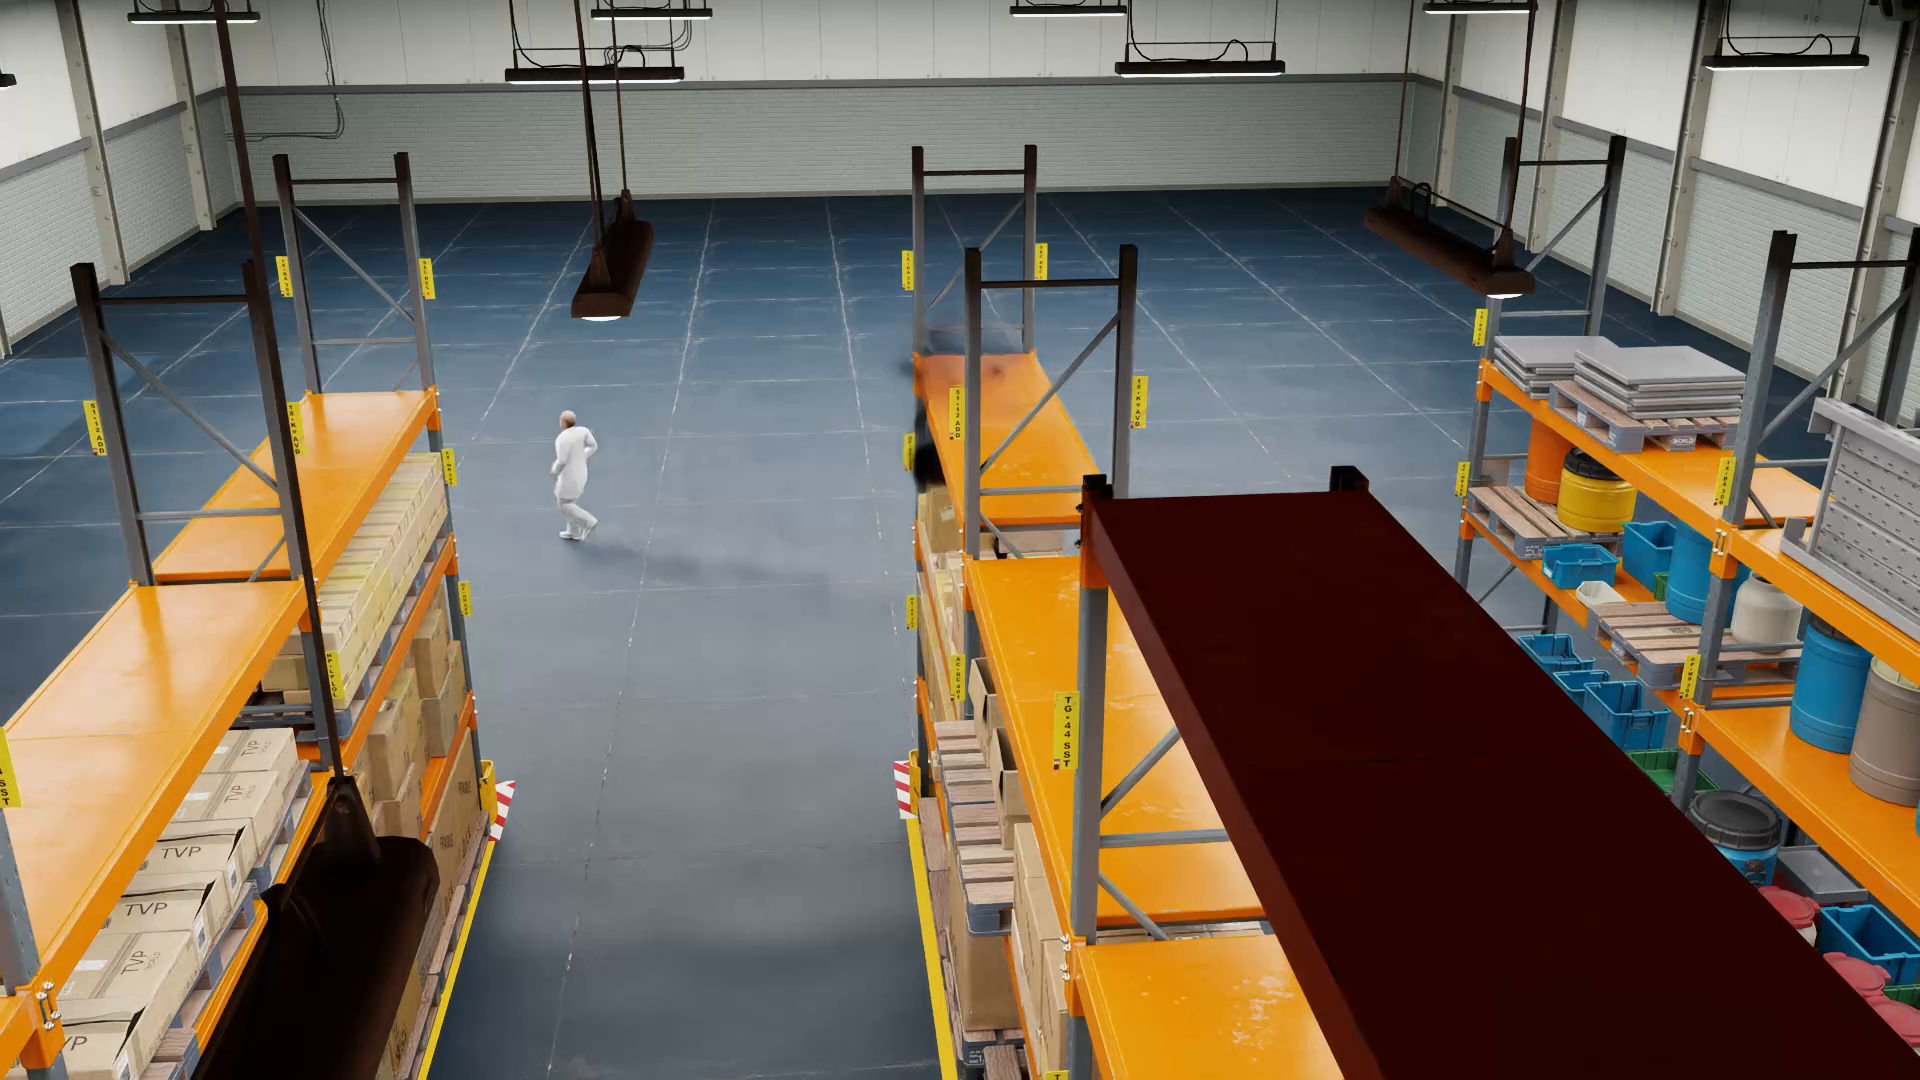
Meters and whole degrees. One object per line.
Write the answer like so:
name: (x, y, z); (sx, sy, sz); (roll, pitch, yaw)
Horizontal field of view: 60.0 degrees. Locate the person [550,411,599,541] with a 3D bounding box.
person: (-4.918, -0.816, 21.342); (0.718, 1.750, 0.721); (10, 24, 24)
